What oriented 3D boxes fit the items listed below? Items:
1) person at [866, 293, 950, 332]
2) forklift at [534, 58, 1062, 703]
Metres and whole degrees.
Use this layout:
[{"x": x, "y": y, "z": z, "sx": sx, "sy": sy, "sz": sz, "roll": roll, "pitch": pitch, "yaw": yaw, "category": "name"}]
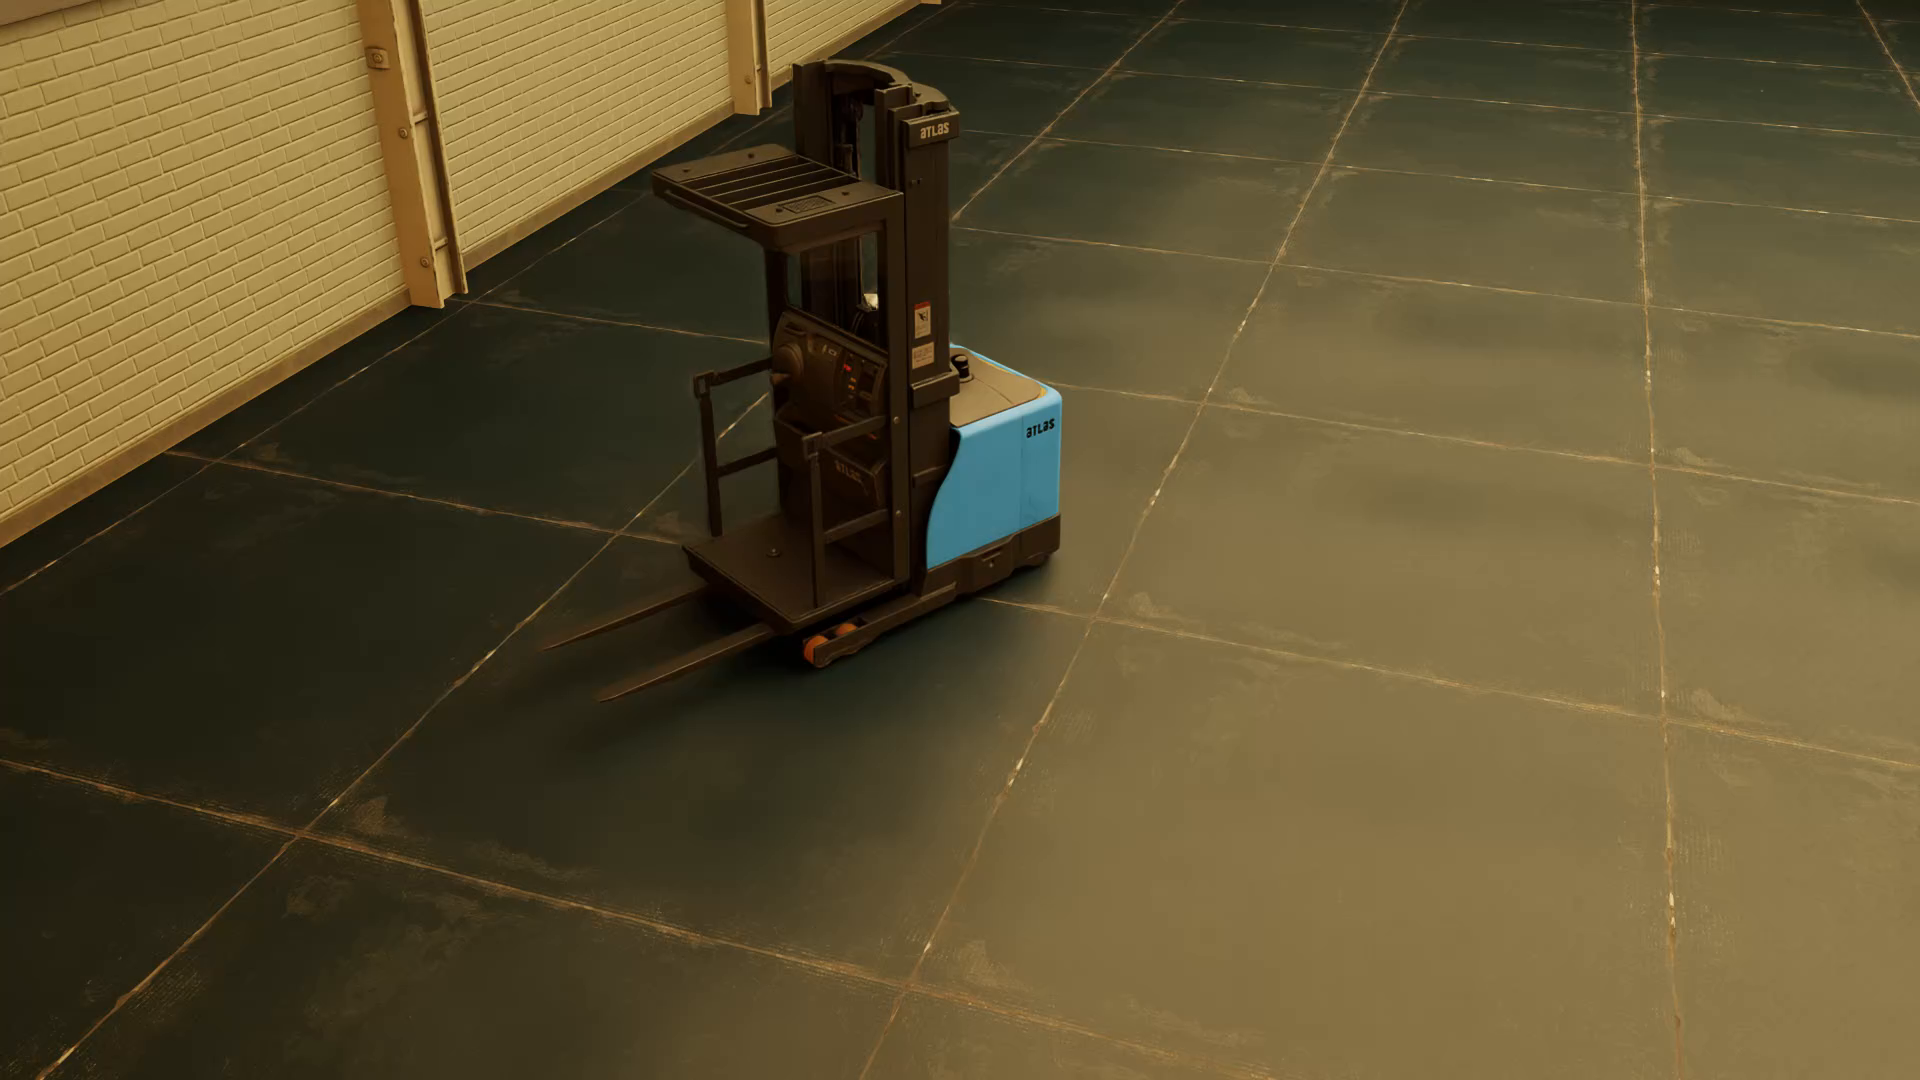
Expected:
[{"x": -0.301, "y": -1.055, "z": 10.532, "sx": 0.932, "sy": 1.477, "sz": 1.178, "roll": -1, "pitch": 30, "yaw": -3, "category": "person"}, {"x": -0.856, "y": -0.886, "z": 8.691, "sx": 3.031, "sy": 2.935, "sz": 1.130, "roll": -23, "pitch": 37, "yaw": -34, "category": "forklift"}]
